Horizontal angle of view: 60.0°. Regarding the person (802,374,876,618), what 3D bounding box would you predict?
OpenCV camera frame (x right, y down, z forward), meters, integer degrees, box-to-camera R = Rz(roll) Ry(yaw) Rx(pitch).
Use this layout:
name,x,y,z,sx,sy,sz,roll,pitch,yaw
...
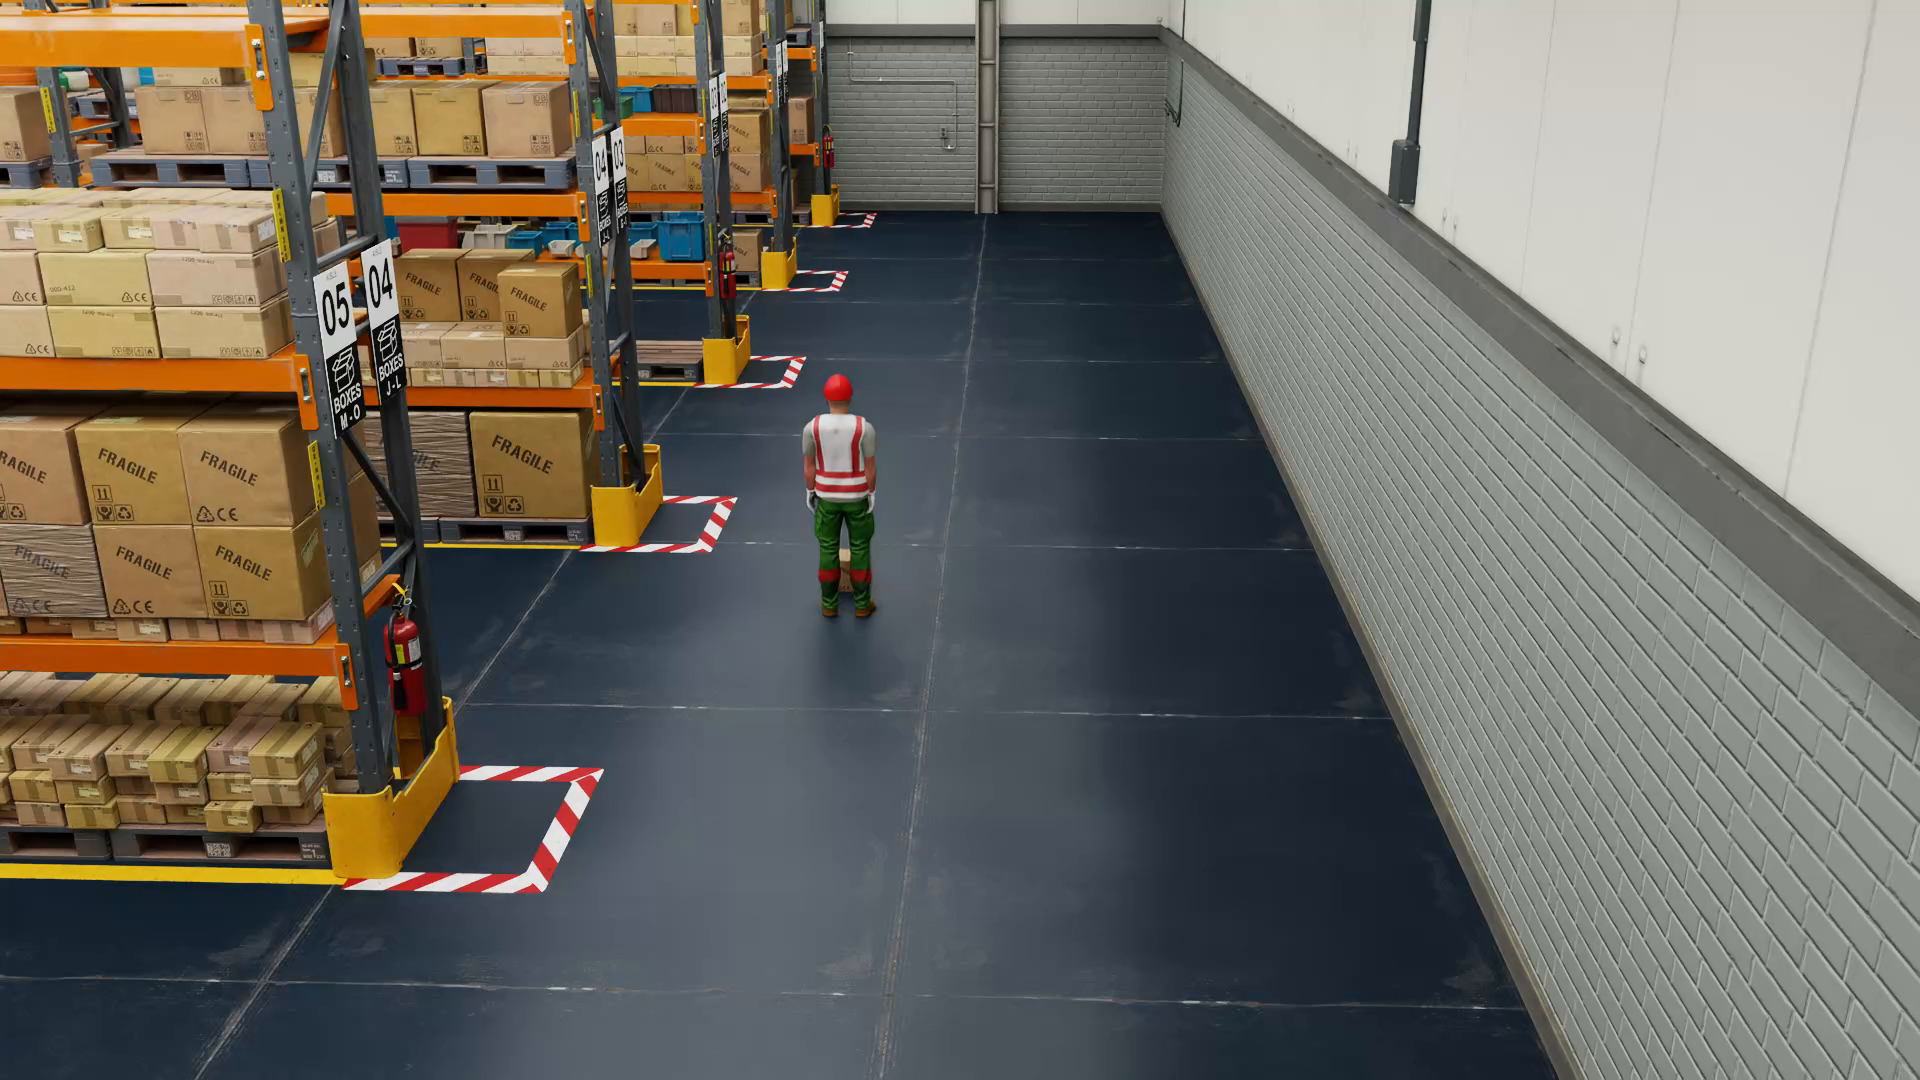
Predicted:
name,x,y,z,sx,sy,sz,roll,pitch,yaw
person,-0.848,-0.317,11.889,0.524,1.786,0.337,1,21,3
